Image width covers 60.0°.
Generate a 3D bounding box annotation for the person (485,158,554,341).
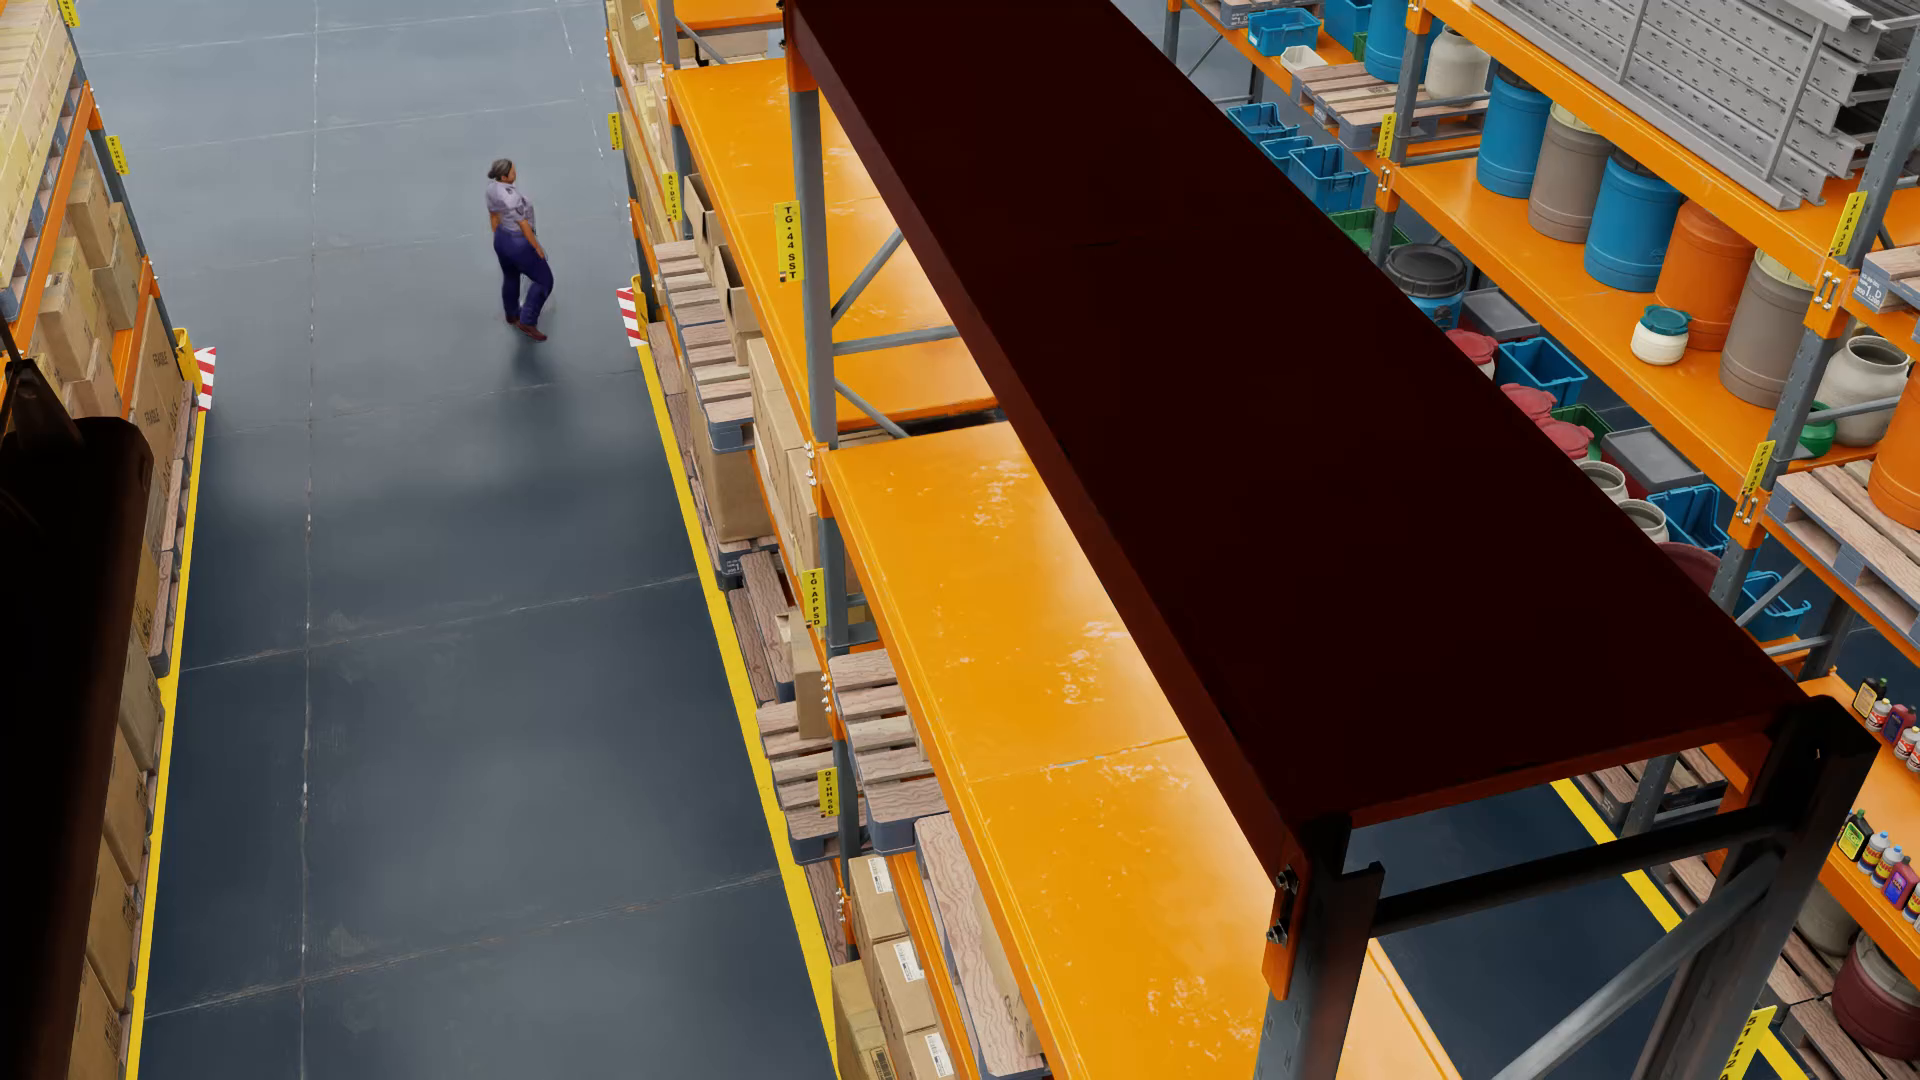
[{"bbox_3d":[-3.948,-2.591,14.759,0.592,1.663,0.410,32,48,34],"label":"person"}]
